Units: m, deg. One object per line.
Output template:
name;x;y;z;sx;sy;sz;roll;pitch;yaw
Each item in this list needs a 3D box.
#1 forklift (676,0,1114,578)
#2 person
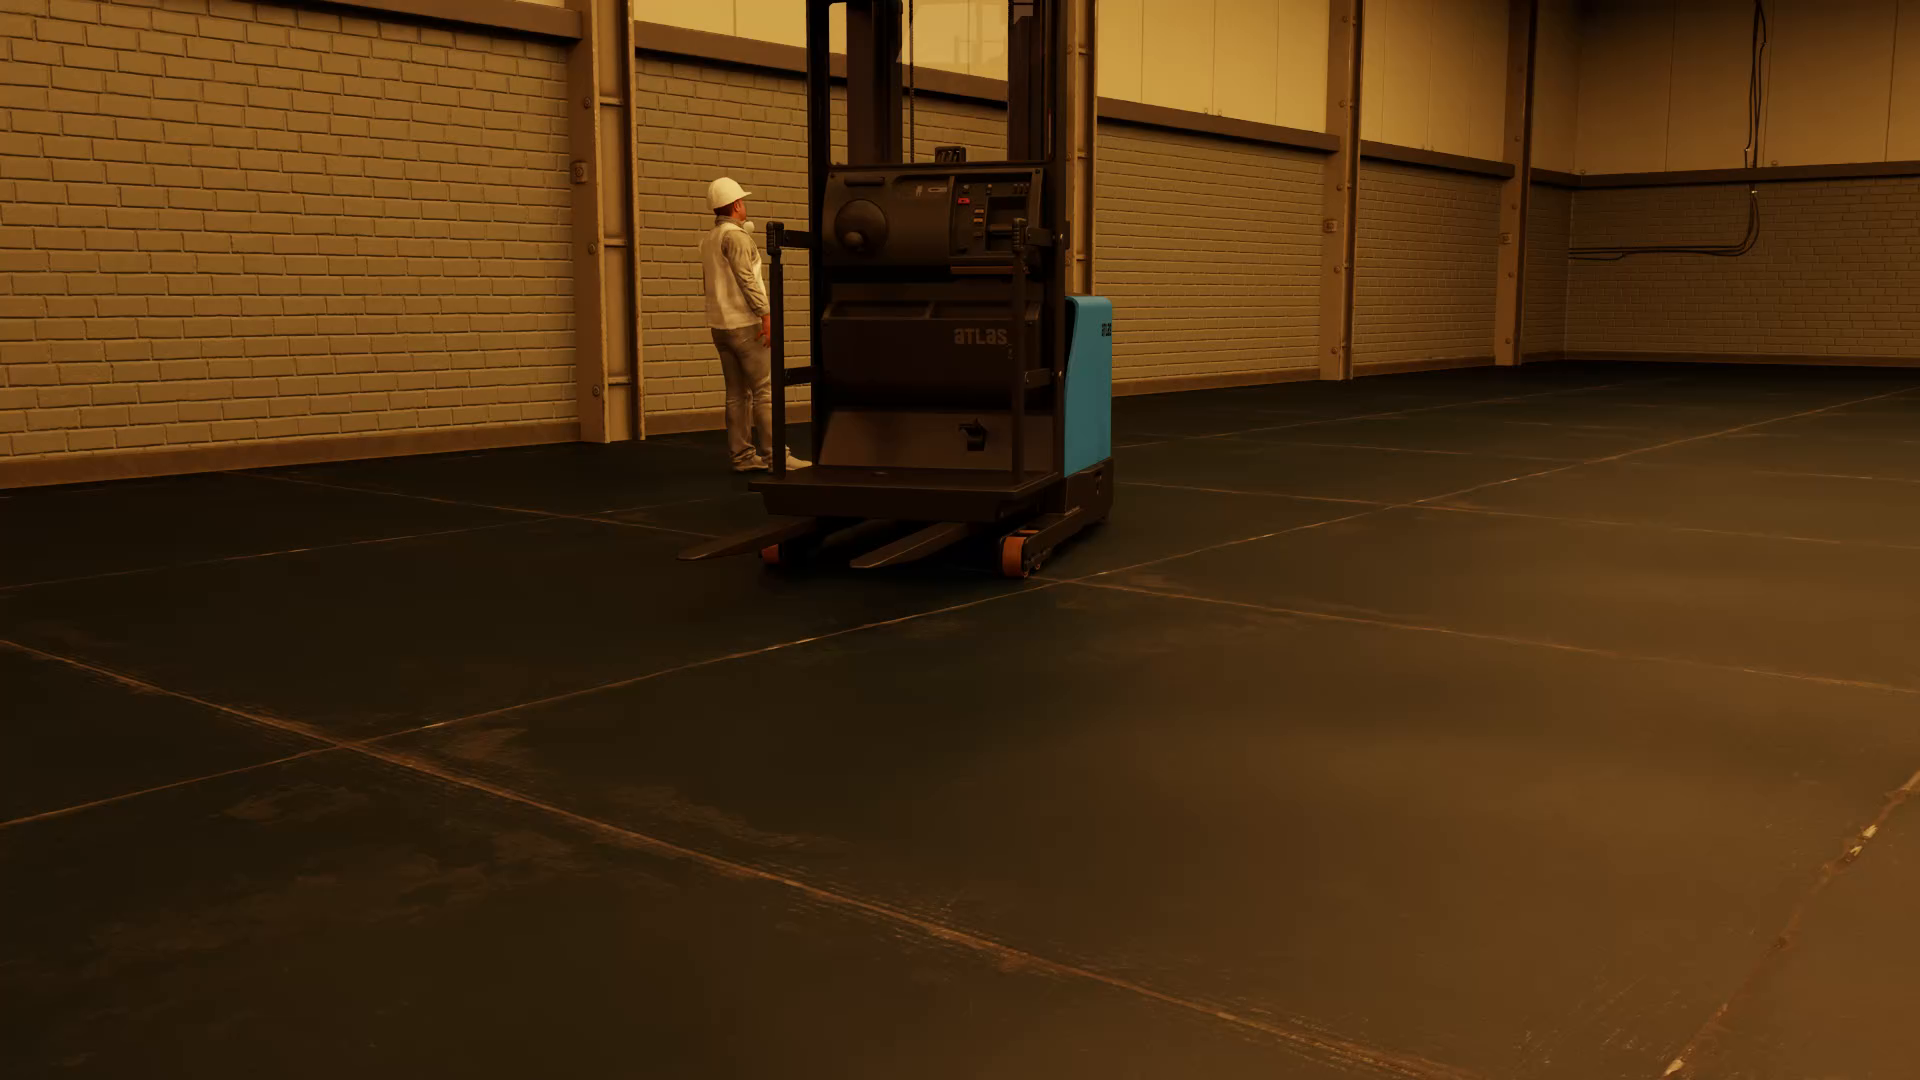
forklift;-0.176;-1.366;6.616;1.130;2.935;3.031;3;9;17
person;-1.278;-1.310;10.183;0.566;1.776;0.633;-6;10;-34
